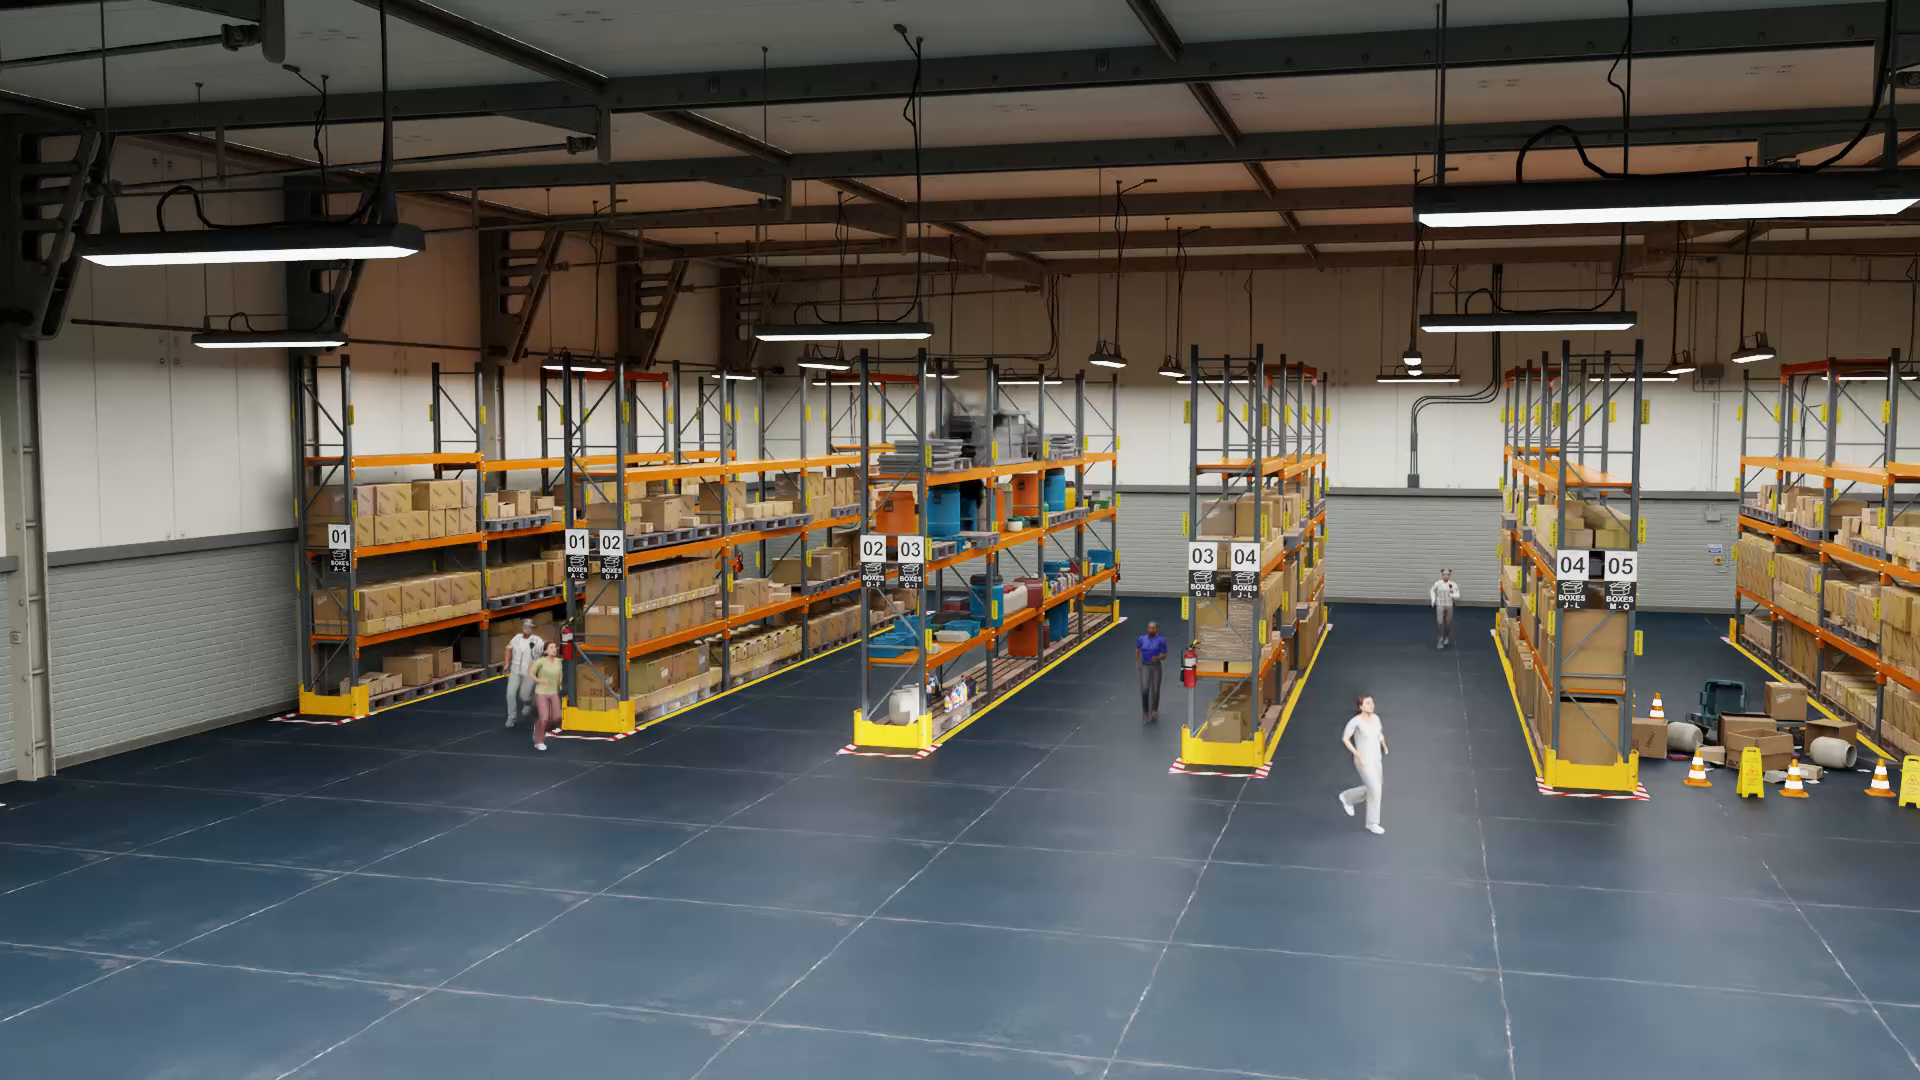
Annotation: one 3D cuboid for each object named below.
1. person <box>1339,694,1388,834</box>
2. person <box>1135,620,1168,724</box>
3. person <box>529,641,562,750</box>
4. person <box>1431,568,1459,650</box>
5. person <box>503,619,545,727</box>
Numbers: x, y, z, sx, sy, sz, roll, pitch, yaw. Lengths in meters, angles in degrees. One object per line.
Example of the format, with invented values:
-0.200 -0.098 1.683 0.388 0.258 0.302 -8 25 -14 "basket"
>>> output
4.897 2.679 20.168 0.564 1.656 0.720 -3 5 -31 "person"
3.118 2.151 27.130 0.536 1.690 0.801 1 4 8 "person"
-6.195 2.324 25.063 0.601 1.621 0.578 -4 6 -42 "person"
10.453 1.469 35.845 0.582 1.752 0.763 1 4 13 "person"
-7.063 2.135 27.033 0.702 1.749 0.734 0 4 4 "person"
